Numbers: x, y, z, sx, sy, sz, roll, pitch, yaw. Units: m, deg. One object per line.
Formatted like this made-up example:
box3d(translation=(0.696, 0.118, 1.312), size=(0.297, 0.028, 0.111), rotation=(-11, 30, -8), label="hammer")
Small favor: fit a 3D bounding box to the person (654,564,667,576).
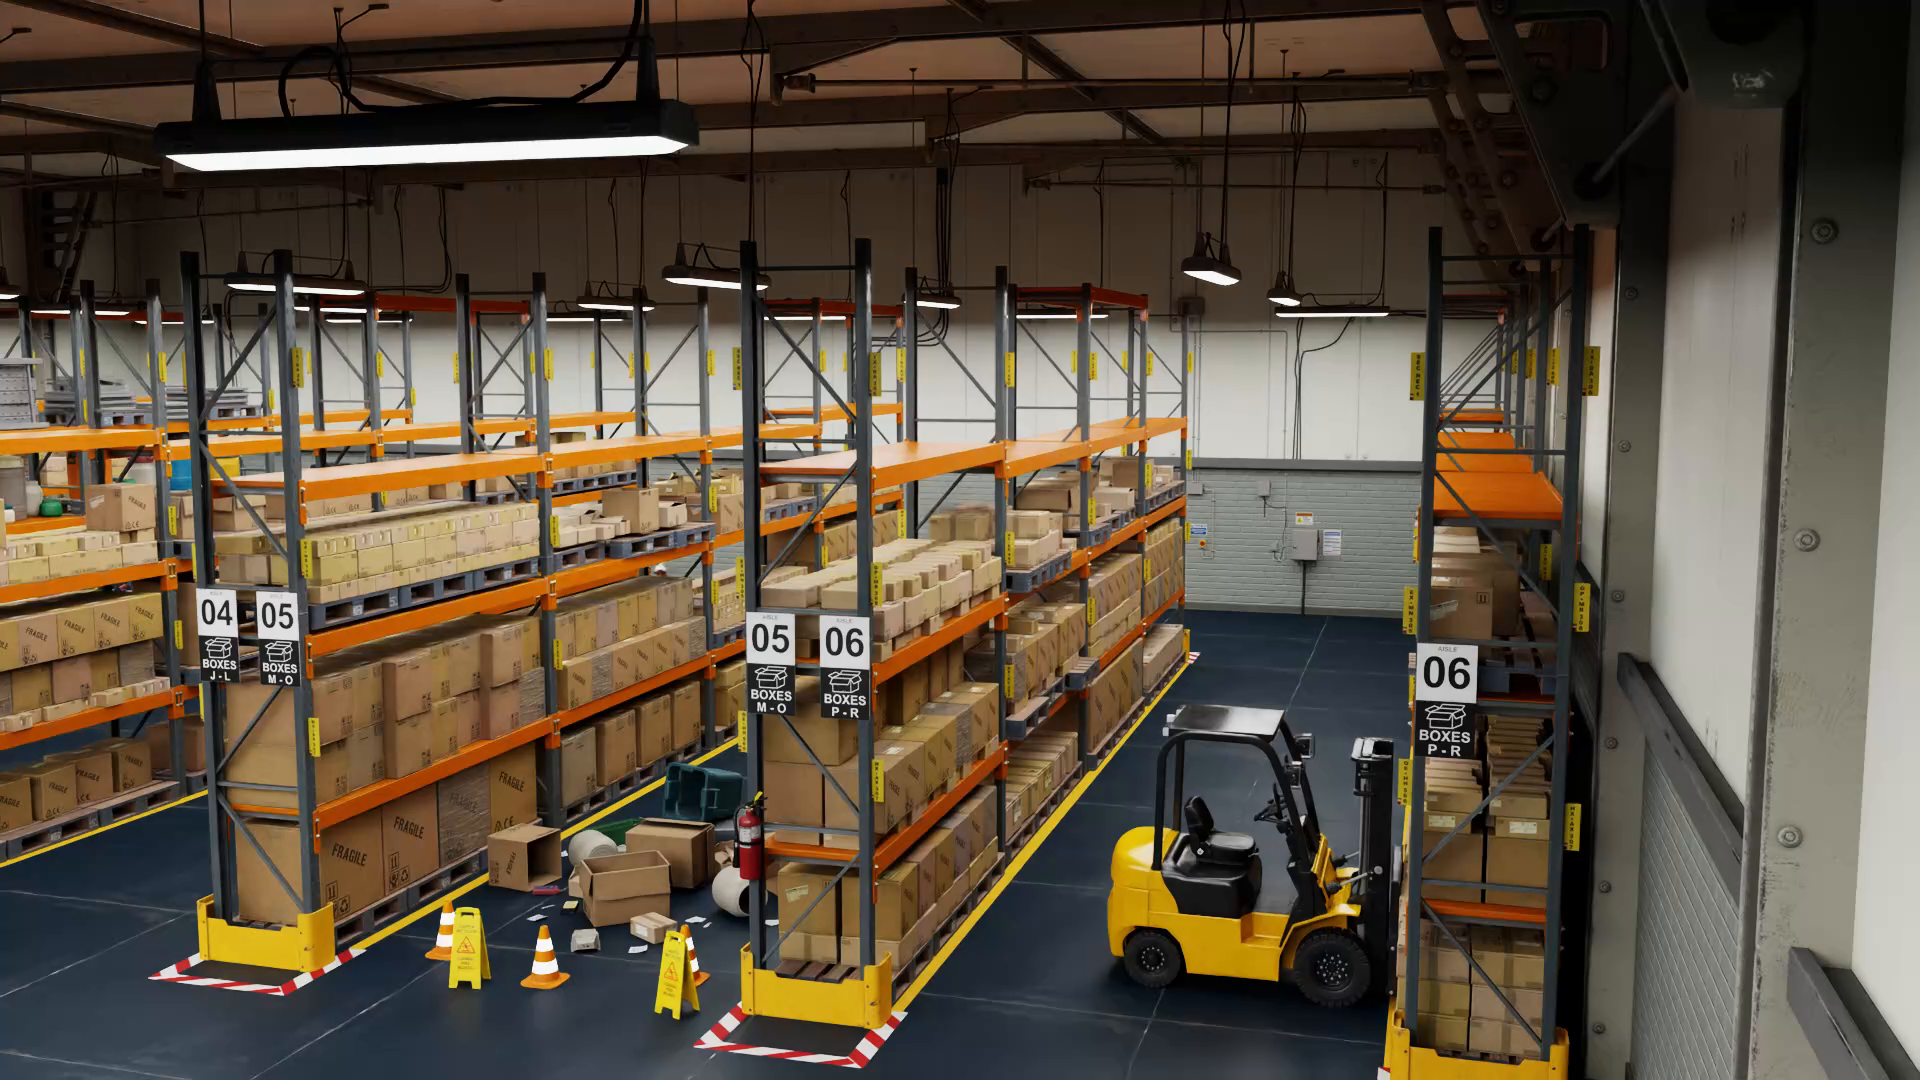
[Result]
box3d(translation=(-4.890, 1.257, 26.974), size=(0.621, 1.720, 1.050), rotation=(1, 7, 11), label="person")
